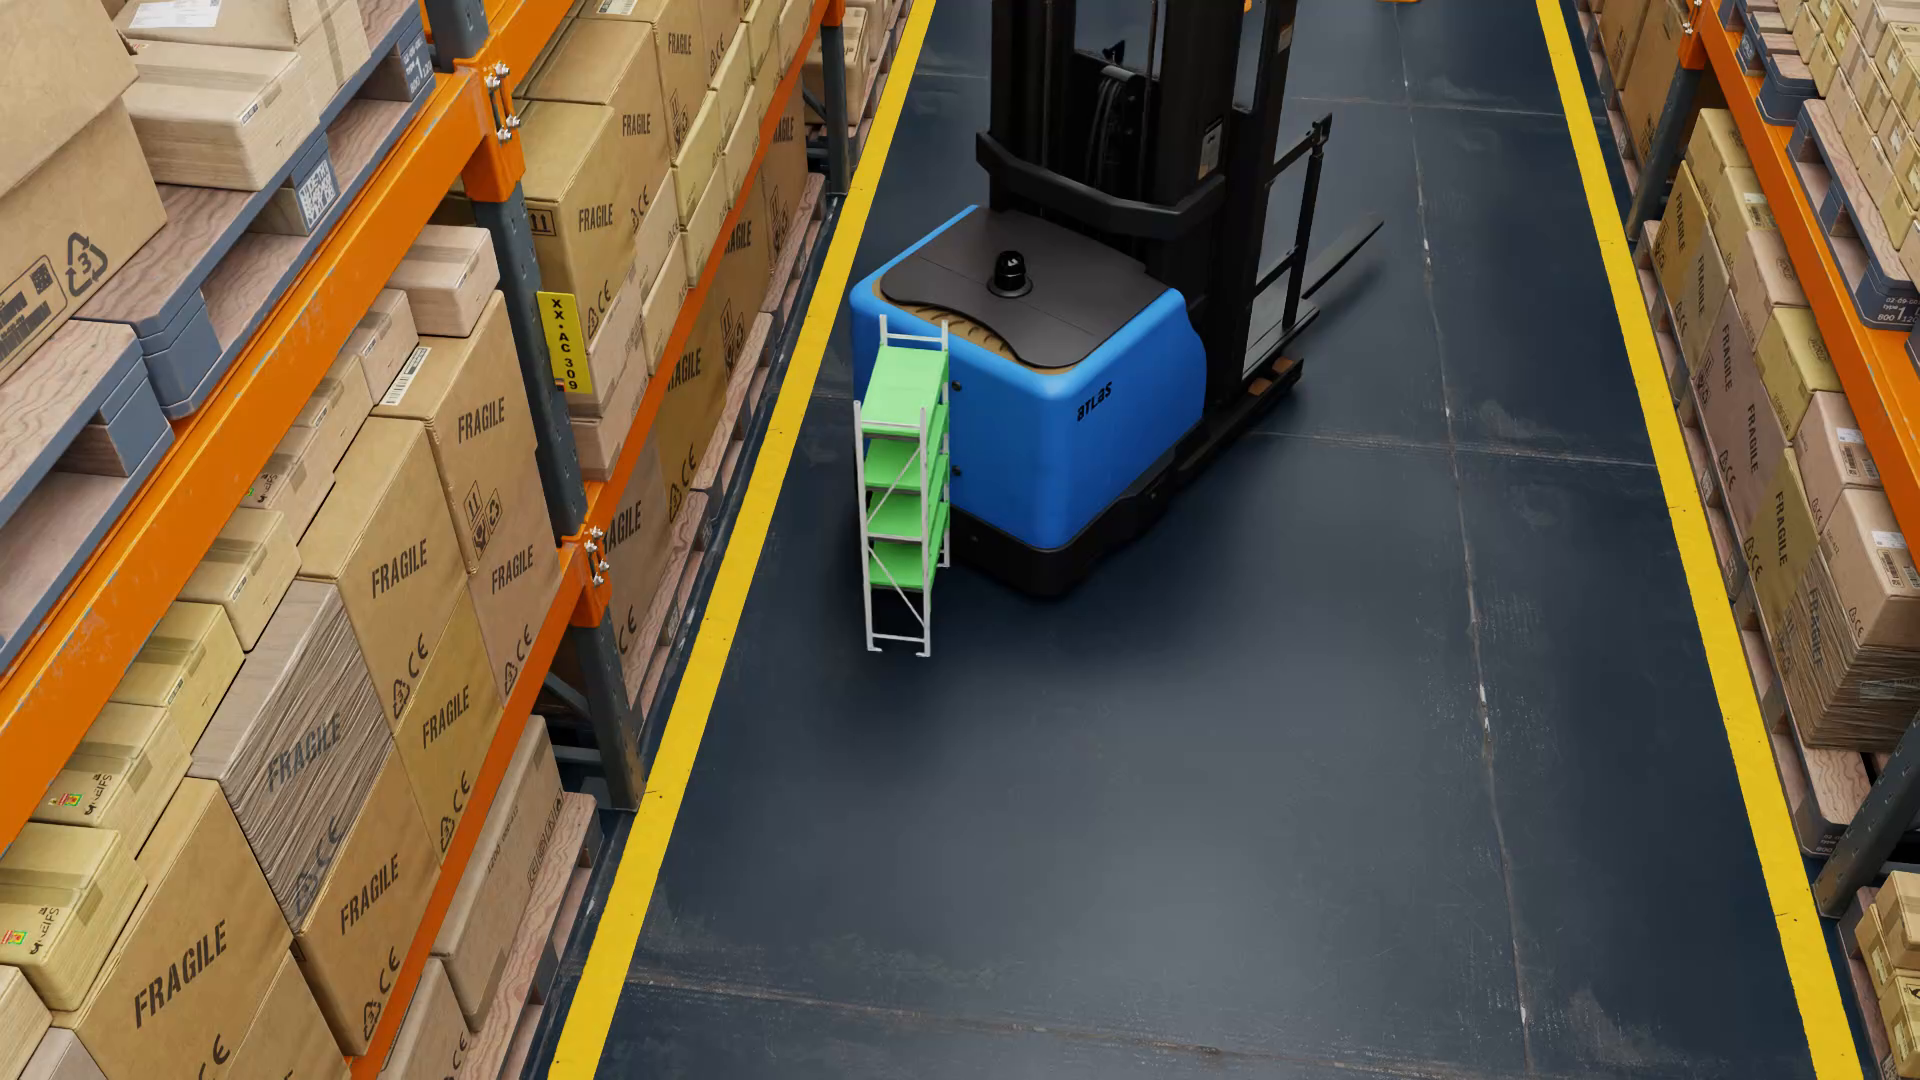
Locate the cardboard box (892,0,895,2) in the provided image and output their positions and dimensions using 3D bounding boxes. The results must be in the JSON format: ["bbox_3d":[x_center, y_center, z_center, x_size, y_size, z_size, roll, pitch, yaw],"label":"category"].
[{"bbox_3d":[-0.794,-3.557,9.931,0.950,0.372,0.625,7,44,7],"label":"cardboard box"}]

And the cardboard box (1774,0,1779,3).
[{"bbox_3d":[3.587,-2.349,6.926,0.380,0.149,0.250,5,44,5],"label":"cardboard box"}]

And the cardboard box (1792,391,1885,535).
[{"bbox_3d":[3.246,-0.245,5.794,0.500,0.250,0.500,7,44,7],"label":"cardboard box"}]

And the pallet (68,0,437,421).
[{"bbox_3d":[-1.721,-0.729,3.221,1.003,0.211,1.213,5,44,6],"label":"pallet"}]

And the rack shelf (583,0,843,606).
[{"bbox_3d":[-1.338,-1.331,6.497,1.077,0.370,4.000,5,44,6],"label":"rack shelf"}]

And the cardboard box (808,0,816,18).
[{"bbox_3d":[-0.883,-2.532,7.352,0.500,0.250,0.500,4,44,4],"label":"cardboard box"}]

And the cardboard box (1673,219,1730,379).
[{"bbox_3d":[3.437,-1.017,7.155,0.500,0.500,0.500,6,44,6],"label":"cardboard box"}]

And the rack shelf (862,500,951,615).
[{"bbox_3d":[-0.196,0.047,6.270,0.258,0.148,0.480,6,44,6],"label":"rack shelf"}]

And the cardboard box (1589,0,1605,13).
[{"bbox_3d":[4.251,-3.547,9.645,1.050,0.750,0.750,5,44,6],"label":"cardboard box"}]

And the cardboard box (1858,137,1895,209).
[{"bbox_3d":[3.378,-1.268,5.784,0.380,0.149,0.250,4,44,4],"label":"cardboard box"}]

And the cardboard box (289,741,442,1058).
[{"bbox_3d":[-1.525,0.769,3.683,0.500,0.500,0.500,5,44,5],"label":"cardboard box"}]

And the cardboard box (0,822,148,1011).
[{"bbox_3d":[-1.563,0.592,2.671,0.380,0.149,0.250,4,44,4],"label":"cardboard box"}]

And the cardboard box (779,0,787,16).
[{"bbox_3d":[-0.950,-2.379,6.826,0.500,0.250,0.500,4,44,4],"label":"cardboard box"}]

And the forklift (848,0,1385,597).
[{"bbox_3d":[0.873,-1.804,6.523,1.130,2.935,3.031,28,50,27],"label":"forklift"}]

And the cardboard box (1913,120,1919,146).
[{"bbox_3d":[3.350,-1.305,5.391,0.380,0.149,0.250,3,44,4],"label":"cardboard box"}]

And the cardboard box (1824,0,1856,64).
[{"bbox_3d":[3.484,-1.893,6.228,0.380,0.149,0.250,5,44,6],"label":"cardboard box"}]

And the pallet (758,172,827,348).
[{"bbox_3d":[-1.253,-1.412,8.088,1.003,0.211,1.213,5,44,6],"label":"pallet"}]

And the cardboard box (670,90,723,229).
[{"bbox_3d":[-1.131,-1.330,5.718,0.500,0.250,0.500,6,44,6],"label":"cardboard box"}]

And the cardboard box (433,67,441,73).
[{"bbox_3d":[-1.731,-1.309,5.151,0.500,0.500,0.500,6,44,6],"label":"cardboard box"}]

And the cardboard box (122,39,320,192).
[{"bbox_3d":[-1.405,-0.771,3.006,0.380,0.149,0.250,6,44,7],"label":"cardboard box"}]

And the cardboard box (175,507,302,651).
[{"bbox_3d":[-1.526,0.062,3.231,0.380,0.149,0.250,5,44,5],"label":"cardboard box"}]

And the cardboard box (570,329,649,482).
[{"bbox_3d":[-1.283,-0.450,5.153,0.500,0.250,0.500,4,44,5],"label":"cardboard box"}]

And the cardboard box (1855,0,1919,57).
[{"bbox_3d":[3.454,-1.839,5.955,0.380,0.149,0.250,7,44,7],"label":"cardboard box"}]

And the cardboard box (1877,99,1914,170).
[{"bbox_3d":[3.383,-1.370,5.676,0.380,0.149,0.250,7,44,7],"label":"cardboard box"}]

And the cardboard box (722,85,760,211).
[{"bbox_3d":[-1.057,-1.491,6.252,0.500,0.250,0.500,5,44,5],"label":"cardboard box"}]

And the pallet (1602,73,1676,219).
[{"bbox_3d":[4.025,-2.092,8.806,1.003,0.211,1.213,5,44,6],"label":"pallet"}]

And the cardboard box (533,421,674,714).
[{"bbox_3d":[-1.600,-0.040,5.850,0.875,0.875,0.875,6,44,7],"label":"cardboard box"}]

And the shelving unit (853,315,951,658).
[{"bbox_3d":[-0.196,-0.174,6.061,0.258,1.200,0.503,6,44,6],"label":"shelving unit"}]

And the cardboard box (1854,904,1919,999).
[{"bbox_3d":[2.951,1.254,5.012,0.380,0.149,0.250,3,44,4],"label":"cardboard box"}]

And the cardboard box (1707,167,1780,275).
[{"bbox_3d":[3.448,-1.297,6.906,0.500,0.250,0.500,5,44,5],"label":"cardboard box"}]

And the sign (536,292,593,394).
[{"bbox_3d":[-1.052,-0.523,4.433,0.100,0.325,0.005,5,44,6],"label":"sign"}]

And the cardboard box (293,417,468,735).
[{"bbox_3d":[-1.466,0.063,3.701,0.500,0.500,0.500,5,44,5],"label":"cardboard box"}]

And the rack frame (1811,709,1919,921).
[{"bbox_3d":[3.317,0.152,4.408,1.000,3.000,0.127,5,44,6],"label":"rack frame"}]

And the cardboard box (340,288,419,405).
[{"bbox_3d":[-1.470,-0.455,3.777,0.380,0.149,0.250,6,44,7],"label":"cardboard box"}]

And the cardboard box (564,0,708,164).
[{"bbox_3d":[-1.151,-1.593,5.451,0.500,0.500,0.500,4,44,4],"label":"cardboard box"}]

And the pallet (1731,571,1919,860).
[{"bbox_3d":[3.419,0.634,5.927,1.003,0.211,1.213,5,44,6],"label":"pallet"}]

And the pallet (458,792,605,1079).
[{"bbox_3d":[-1.781,1.295,5.229,1.003,0.211,1.213,5,44,6],"label":"pallet"}]

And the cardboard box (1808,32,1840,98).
[{"bbox_3d":[3.482,-1.798,6.344,0.380,0.149,0.250,7,44,7],"label":"cardboard box"}]

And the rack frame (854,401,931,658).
[{"bbox_3d":[-0.231,-0.008,5.885,0.240,1.200,0.015,6,44,6],"label":"rack frame"}]

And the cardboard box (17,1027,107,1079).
[{"bbox_3d":[-1.664,1.092,2.615,0.500,0.500,0.500,5,44,5],"label":"cardboard box"}]

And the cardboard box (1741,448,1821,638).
[{"bbox_3d":[3.234,0.030,6.049,0.500,0.500,0.500,4,44,5],"label":"cardboard box"}]

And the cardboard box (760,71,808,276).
[{"bbox_3d":[-1.247,-1.873,7.786,0.875,0.875,0.875,5,44,5],"label":"cardboard box"}]

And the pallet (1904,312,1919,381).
[{"bbox_3d":[3.563,-0.286,5.010,1.003,0.211,1.213,5,44,6],"label":"pallet"}]

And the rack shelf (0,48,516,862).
[{"bbox_3d":[-1.867,0.306,2.587,1.077,0.370,4.000,5,44,6],"label":"rack shelf"}]
